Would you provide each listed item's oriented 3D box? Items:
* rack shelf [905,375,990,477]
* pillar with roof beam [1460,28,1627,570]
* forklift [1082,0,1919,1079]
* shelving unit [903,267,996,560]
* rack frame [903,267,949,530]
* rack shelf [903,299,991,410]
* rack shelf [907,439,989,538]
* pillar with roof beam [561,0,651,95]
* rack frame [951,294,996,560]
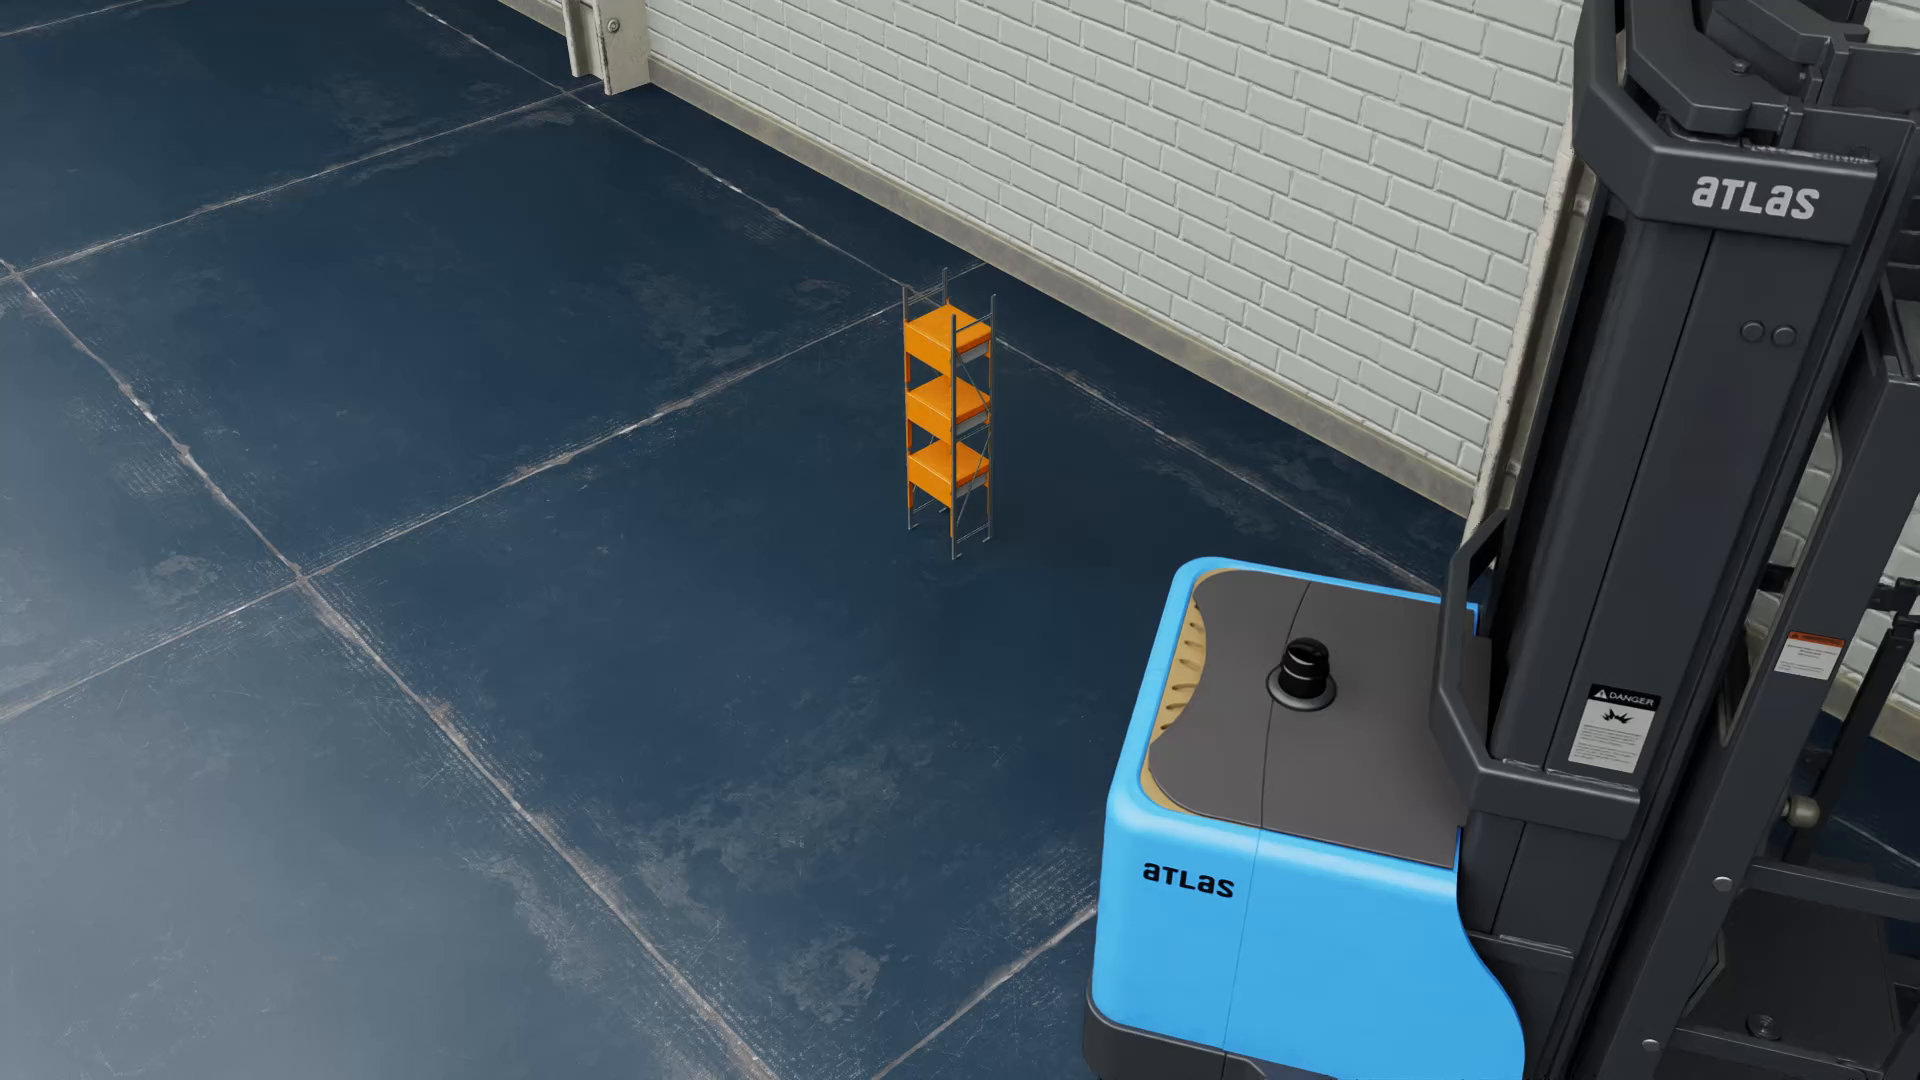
[{"bbox_3d":[-0.036,-0.425,5.957,0.215,0.259,0.240,-30,48,-32],"label":"rack shelf"},{"bbox_3d":[-1.100,-1.548,1.005,9.100,9.000,0.400,-30,48,-32],"label":"pillar with roof beam"},{"bbox_3d":[1.902,0.276,3.576,3.031,2.935,1.130,10,40,13],"label":"forklift"},{"bbox_3d":[-0.036,-0.433,5.951,0.215,1.050,0.252,-30,48,-32],"label":"shelving unit"},{"bbox_3d":[-0.119,-0.490,6.021,0.200,1.050,0.008,-30,48,-32],"label":"rack frame"},{"bbox_3d":[-0.036,-0.646,5.779,0.215,0.259,0.240,-30,48,-32],"label":"rack shelf"},{"bbox_3d":[-0.036,-0.209,6.132,0.215,0.259,0.240,-30,48,-32],"label":"rack shelf"},{"bbox_3d":[-5.158,-4.325,4.443,9.100,9.000,0.400,-30,48,-32],"label":"pillar with roof beam"},{"bbox_3d":[0.046,-0.377,5.881,0.200,1.050,0.008,-30,48,-32],"label":"rack frame"}]
